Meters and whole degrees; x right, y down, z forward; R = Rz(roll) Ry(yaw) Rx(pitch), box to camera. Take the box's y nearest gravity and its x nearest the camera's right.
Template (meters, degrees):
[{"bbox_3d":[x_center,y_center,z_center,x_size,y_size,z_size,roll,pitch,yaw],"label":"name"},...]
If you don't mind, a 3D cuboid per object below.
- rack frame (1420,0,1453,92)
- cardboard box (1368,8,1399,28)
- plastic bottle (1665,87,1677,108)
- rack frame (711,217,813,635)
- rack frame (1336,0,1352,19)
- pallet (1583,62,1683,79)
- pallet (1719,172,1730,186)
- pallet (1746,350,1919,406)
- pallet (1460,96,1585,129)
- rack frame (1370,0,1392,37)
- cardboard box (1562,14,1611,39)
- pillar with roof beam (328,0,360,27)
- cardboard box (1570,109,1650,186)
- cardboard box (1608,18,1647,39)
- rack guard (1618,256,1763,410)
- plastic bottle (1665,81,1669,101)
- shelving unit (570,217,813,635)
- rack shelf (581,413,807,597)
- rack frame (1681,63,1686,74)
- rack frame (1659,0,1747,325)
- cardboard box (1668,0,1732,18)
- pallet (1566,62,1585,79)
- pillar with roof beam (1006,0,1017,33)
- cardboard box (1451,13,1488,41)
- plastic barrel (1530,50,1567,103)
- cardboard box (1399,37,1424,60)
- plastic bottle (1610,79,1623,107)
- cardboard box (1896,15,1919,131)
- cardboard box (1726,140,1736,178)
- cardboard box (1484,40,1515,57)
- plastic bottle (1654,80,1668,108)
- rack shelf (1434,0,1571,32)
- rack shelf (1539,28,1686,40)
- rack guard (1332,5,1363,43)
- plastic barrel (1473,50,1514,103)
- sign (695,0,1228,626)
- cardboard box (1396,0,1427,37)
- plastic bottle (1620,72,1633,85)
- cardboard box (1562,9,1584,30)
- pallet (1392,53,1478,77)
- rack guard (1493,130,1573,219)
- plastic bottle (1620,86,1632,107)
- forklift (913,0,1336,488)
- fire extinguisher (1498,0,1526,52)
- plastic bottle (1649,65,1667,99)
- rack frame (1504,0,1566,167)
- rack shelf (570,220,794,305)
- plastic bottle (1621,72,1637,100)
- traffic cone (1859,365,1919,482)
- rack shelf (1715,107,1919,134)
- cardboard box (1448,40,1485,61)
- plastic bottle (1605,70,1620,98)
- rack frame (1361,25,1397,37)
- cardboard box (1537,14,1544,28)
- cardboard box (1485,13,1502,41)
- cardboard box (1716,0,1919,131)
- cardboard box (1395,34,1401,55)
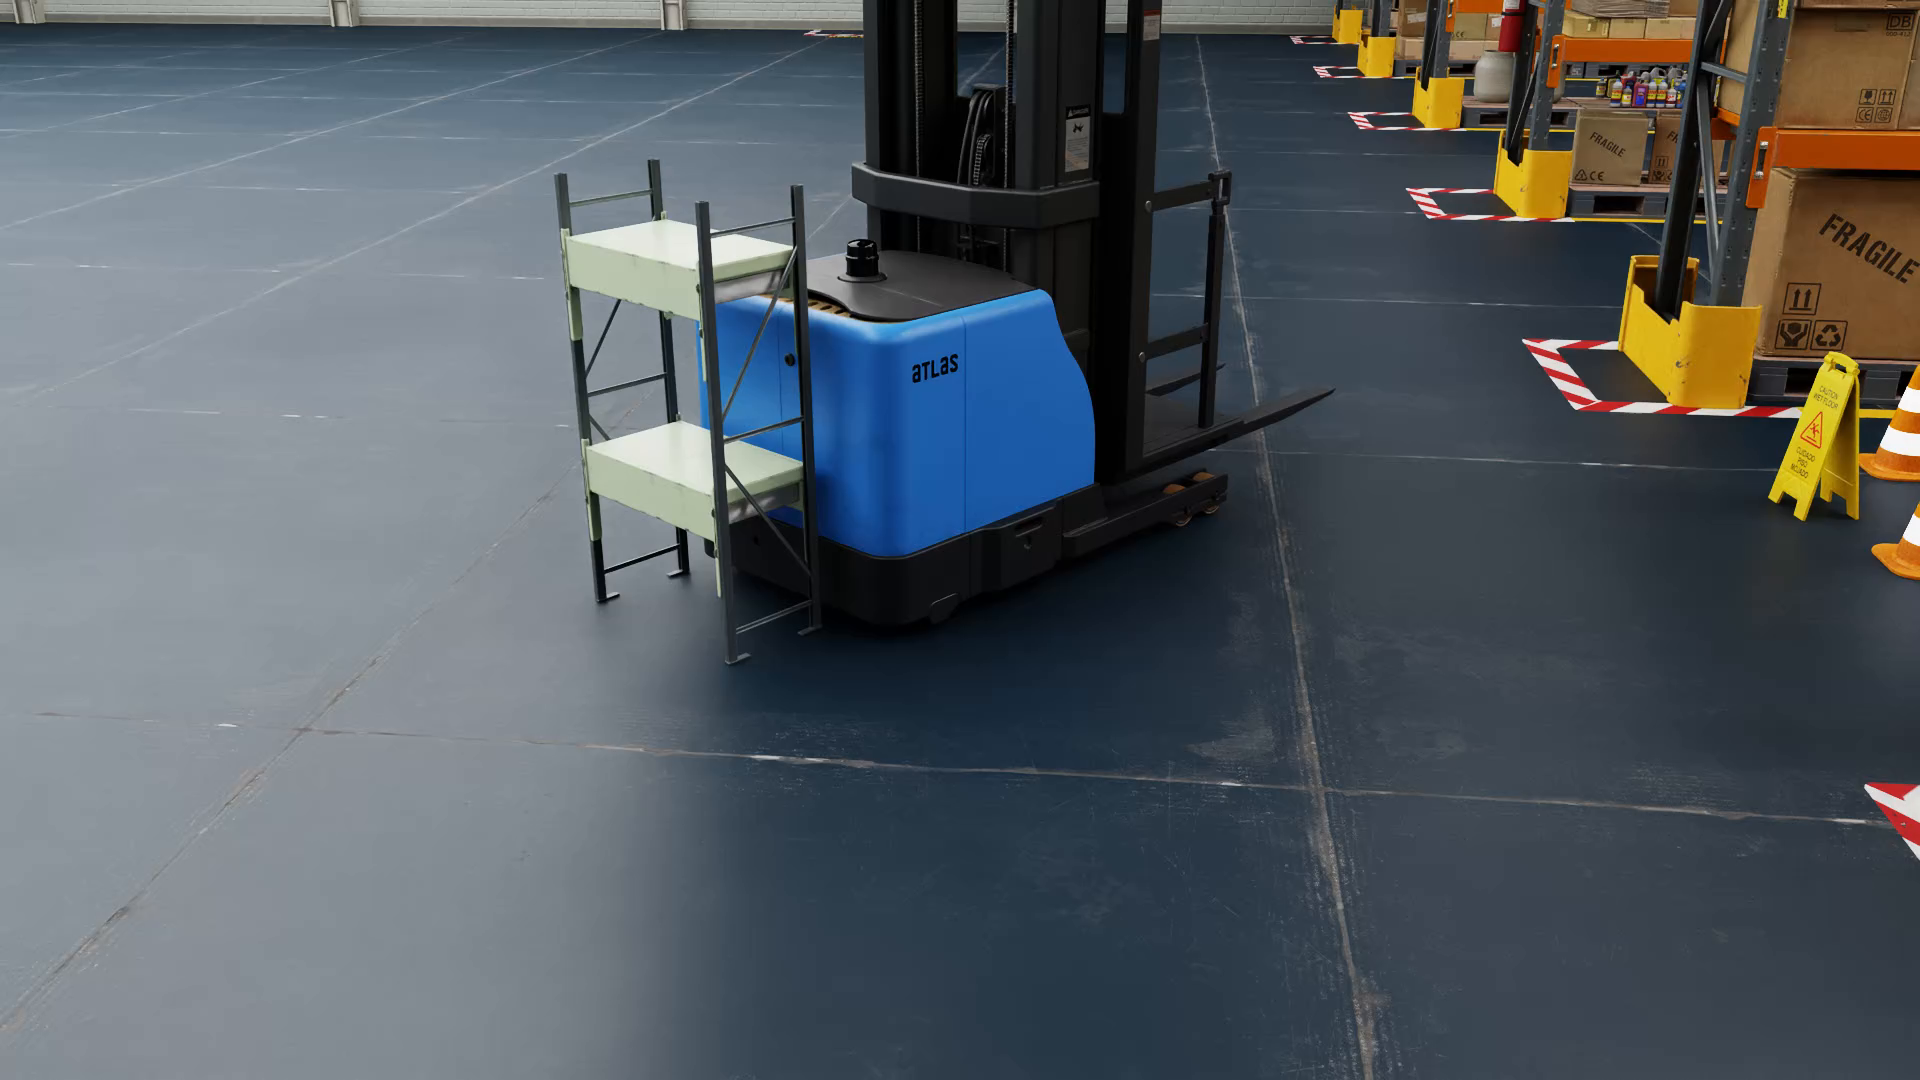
[{"bbox_3d":[4.994,-5.857,17.176,0.127,3.000,1.000,2,22,6],"label":"rack frame"},{"bbox_3d":[6.837,-8.366,26.580,0.500,0.311,0.500,0,22,0],"label":"cardboard box"},{"bbox_3d":[7.296,-4.545,17.064,0.097,0.201,0.097,0,22,0],"label":"plastic bottle"},{"bbox_3d":[-0.624,-0.344,5.263,0.010,1.308,0.380,20,29,40],"label":"rack frame"},{"bbox_3d":[5.579,-8.976,21.245,0.127,5.808,10.885,2,22,6],"label":"rack frame"},{"bbox_3d":[8.768,-6.246,21.951,1.213,0.211,1.003,2,22,6],"label":"pallet"},{"bbox_3d":[6.498,-2.647,12.849,1.213,0.211,1.003,2,22,6],"label":"pallet"},{"bbox_3d":[4.531,-0.940,8.530,1.213,0.211,1.003,2,22,6],"label":"pallet"},{"bbox_3d":[5.881,-4.537,17.630,1.213,0.211,1.003,2,22,6],"label":"pallet"},{"bbox_3d":[5.581,-7.666,21.750,0.127,3.000,1.000,2,22,6],"label":"rack frame"},{"bbox_3d":[4.666,-3.833,12.397,0.250,0.149,0.380,2,22,6],"label":"cardboard box"},{"bbox_3d":[-11.424,-11.757,23.939,0.400,9.000,9.100,2,22,6],"label":"pillar with roof beam"},{"bbox_3d":[5.029,-3.049,12.900,0.500,0.500,0.500,7,23,16],"label":"cardboard box"},{"bbox_3d":[4.912,-3.815,12.352,0.250,0.149,0.380,2,22,6],"label":"cardboard box"},{"bbox_3d":[3.703,-1.081,8.495,0.348,0.500,1.175,2,22,6],"label":"rack guard"},{"bbox_3d":[7.449,-4.763,17.615,0.097,0.201,0.097,0,22,0],"label":"plastic bottle"},{"bbox_3d":[-0.883,-0.436,5.496,0.731,1.308,0.431,20,29,40],"label":"shelving unit"},{"bbox_3d":[-0.884,-0.135,5.622,0.720,0.370,0.431,20,29,40],"label":"rack shelf"},{"bbox_3d":[9.553,-7.493,21.312,0.127,3.000,1.000,2,22,6],"label":"rack frame"},{"bbox_3d":[3.728,-2.244,8.035,0.053,2.616,0.949,2,22,6],"label":"rack frame"},{"bbox_3d":[5.465,-4.222,12.499,0.500,0.500,0.875,2,22,6],"label":"cardboard box"},{"bbox_3d":[7.553,-6.298,22.082,1.213,0.211,1.003,2,22,6],"label":"pallet"},{"bbox_3d":[0.492,-11.238,22.625,0.400,9.000,9.100,2,22,6],"label":"pillar with roof beam"},{"bbox_3d":[9.523,-6.671,21.382,6.424,0.500,0.536,2,22,6],"label":"cardboard box"},{"bbox_3d":[6.155,-4.874,17.500,0.421,0.512,0.421,0,22,0],"label":"plastic barrel"},{"bbox_3d":[6.087,-6.478,21.914,0.500,0.250,0.500,2,22,6],"label":"cardboard box"},{"bbox_3d":[6.758,-4.601,17.110,0.097,0.271,0.097,0,22,0],"label":"plastic bottle"},{"bbox_3d":[4.650,-2.297,7.966,0.550,0.550,0.875,2,22,6],"label":"cardboard box"},{"bbox_3d":[6.247,-3.001,12.781,0.500,0.500,0.500,5,22,11],"label":"cardboard box"},{"bbox_3d":[7.081,-6.436,21.808,0.500,0.250,0.500,2,22,6],"label":"cardboard box"},{"bbox_3d":[7.198,-4.582,17.062,0.097,0.271,0.097,0,22,0],"label":"plastic bottle"},{"bbox_3d":[6.980,-5.436,17.089,4.000,0.370,1.077,2,22,6],"label":"rack shelf"},{"bbox_3d":[6.397,-3.752,12.466,3.809,0.052,0.919,2,22,6],"label":"rack shelf"},{"bbox_3d":[6.236,-8.309,26.776,0.348,0.500,1.175,2,22,6],"label":"rack guard"},{"bbox_3d":[5.657,-4.895,17.555,0.421,0.512,0.421,0,22,0],"label":"plastic barrel"},{"bbox_3d":[0.035,-1.328,5.955,2.025,2.768,2.177,2,22,6],"label":"sign"},{"bbox_3d":[6.148,-7.017,22.256,0.500,0.500,0.500,2,22,6],"label":"cardboard box"},{"bbox_3d":[7.117,-4.855,17.747,0.135,0.276,0.152,3,22,7],"label":"plastic bottle"},{"bbox_3d":[4.719,-3.995,12.807,0.250,0.149,0.380,2,22,6],"label":"cardboard box"},{"bbox_3d":[6.345,-6.351,22.218,1.213,0.211,1.003,2,22,6],"label":"pallet"},{"bbox_3d":[4.487,-2.883,13.053,0.348,0.500,1.175,2,22,6],"label":"rack guard"},{"bbox_3d":[6.861,-4.564,17.112,0.097,0.201,0.097,0,22,0],"label":"plastic bottle"},{"bbox_3d":[0.437,-1.530,6.324,1.121,2.935,3.031,19,29,40],"label":"forklift"},{"bbox_3d":[4.352,-4.186,13.054,0.183,0.674,0.296,2,22,6],"label":"fire extinguisher"},{"bbox_3d":[7.419,-4.878,17.703,0.185,0.351,0.144,3,22,9],"label":"plastic bottle"},{"bbox_3d":[4.411,-4.049,12.602,0.127,3.000,1.000,2,22,6],"label":"rack frame"},{"bbox_3d":[-0.890,-0.890,5.317,0.686,0.124,0.368,20,29,40],"label":"rack shelf"},{"bbox_3d":[7.105,-4.820,17.647,0.133,0.283,0.061,2,22,6],"label":"plastic bottle"},{"bbox_3d":[4.088,-0.521,7.129,0.334,0.463,0.336,2,22,6],"label":"traffic cone"},{"bbox_3d":[5.713,-1.946,7.897,3.809,0.052,0.919,2,22,6],"label":"rack shelf"},{"bbox_3d":[6.584,-6.458,21.863,0.500,0.250,0.500,2,22,6],"label":"cardboard box"},{"bbox_3d":[6.988,-4.881,17.802,0.133,0.283,0.061,3,22,8],"label":"plastic bottle"},{"bbox_3d":[7.038,-8.126,26.708,1.213,0.211,1.003,2,22,6],"label":"rack frame"},{"bbox_3d":[7.577,-6.761,21.610,0.500,0.500,0.500,2,22,6],"label":"cardboard box"},{"bbox_3d":[7.082,-6.789,21.680,0.500,0.500,0.500,2,22,6],"label":"cardboard box"},{"bbox_3d":[4.101,-2.313,8.006,0.550,0.550,0.875,2,22,6],"label":"cardboard box"},{"bbox_3d":[6.148,-6.667,22.392,0.500,0.250,0.500,2,22,6],"label":"cardboard box"}]
